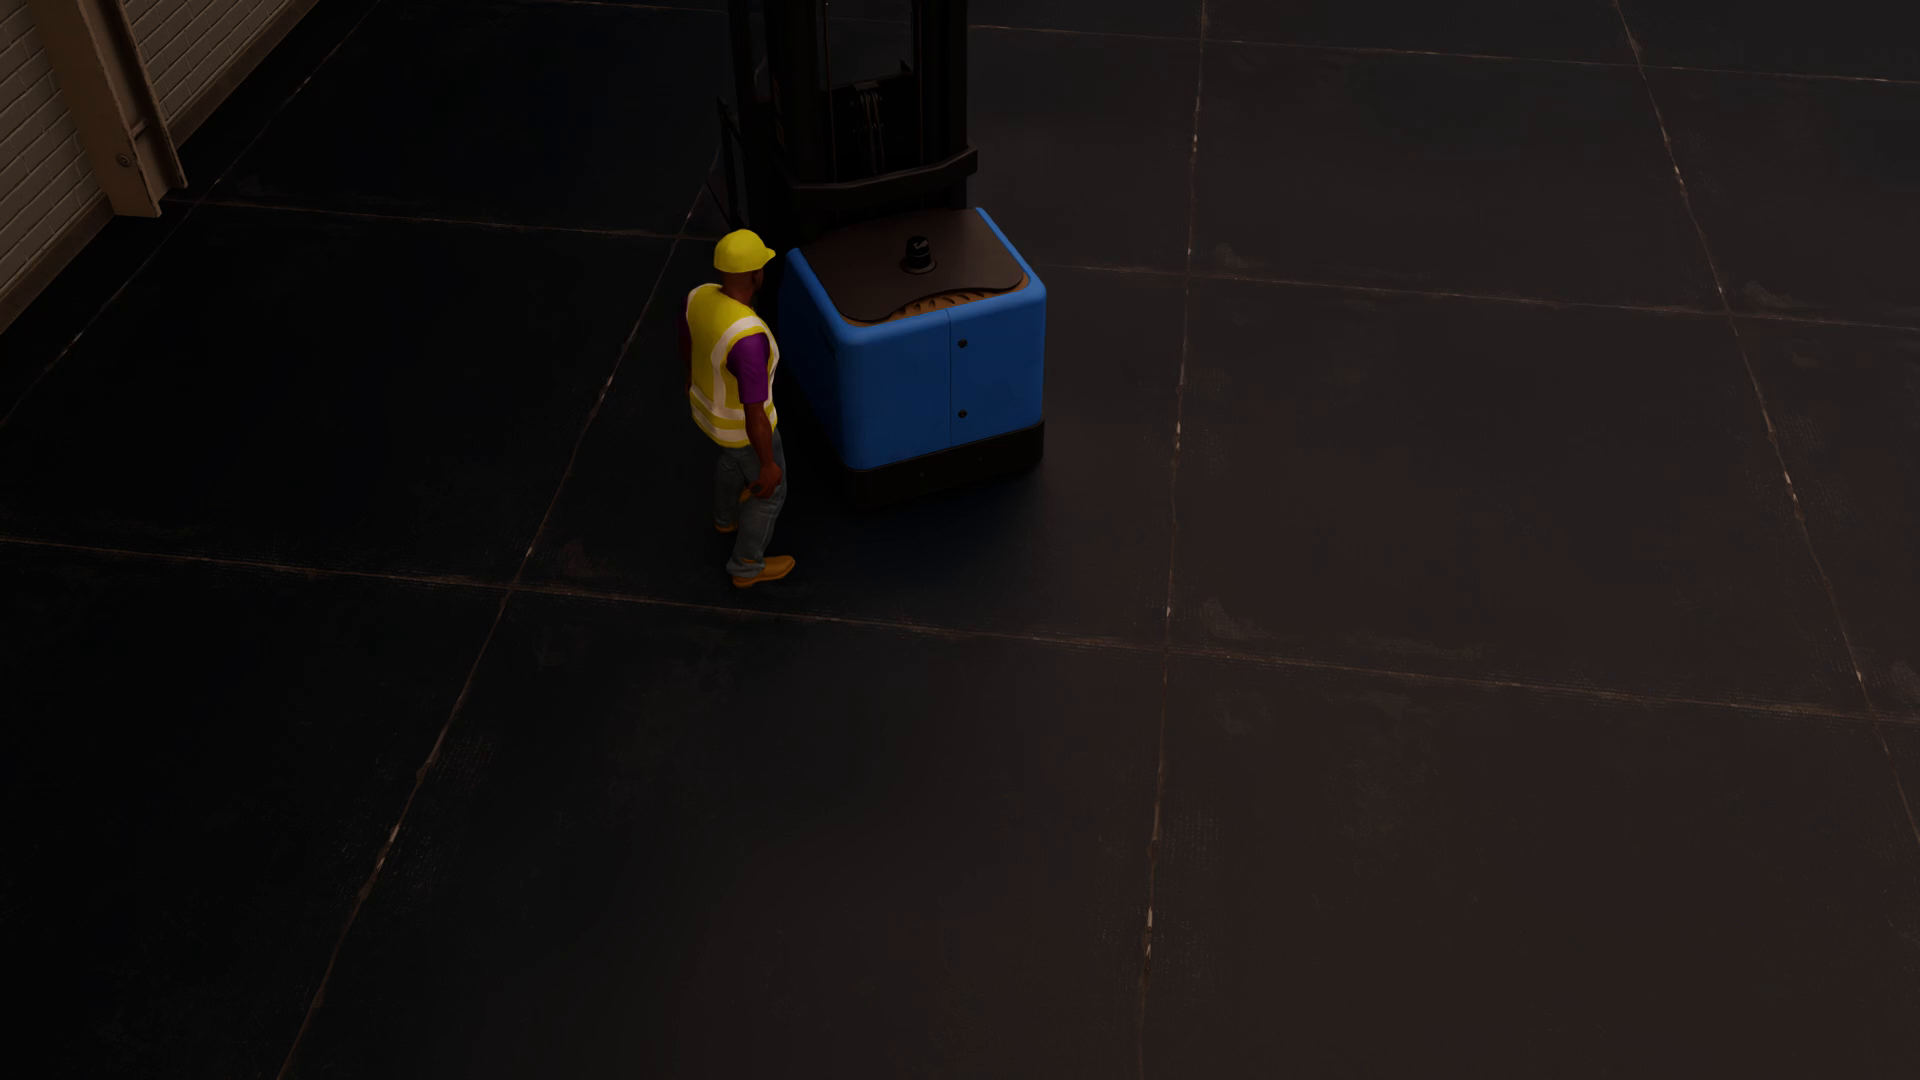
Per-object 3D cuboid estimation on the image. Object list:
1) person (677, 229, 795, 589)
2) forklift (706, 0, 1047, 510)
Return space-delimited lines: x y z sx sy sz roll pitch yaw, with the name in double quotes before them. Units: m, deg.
"person" -0.937 -0.570 7.232 0.442 1.733 0.869 -25 48 -25
"forklift" -0.621 -2.228 8.149 1.130 2.935 3.031 -16 45 -16
